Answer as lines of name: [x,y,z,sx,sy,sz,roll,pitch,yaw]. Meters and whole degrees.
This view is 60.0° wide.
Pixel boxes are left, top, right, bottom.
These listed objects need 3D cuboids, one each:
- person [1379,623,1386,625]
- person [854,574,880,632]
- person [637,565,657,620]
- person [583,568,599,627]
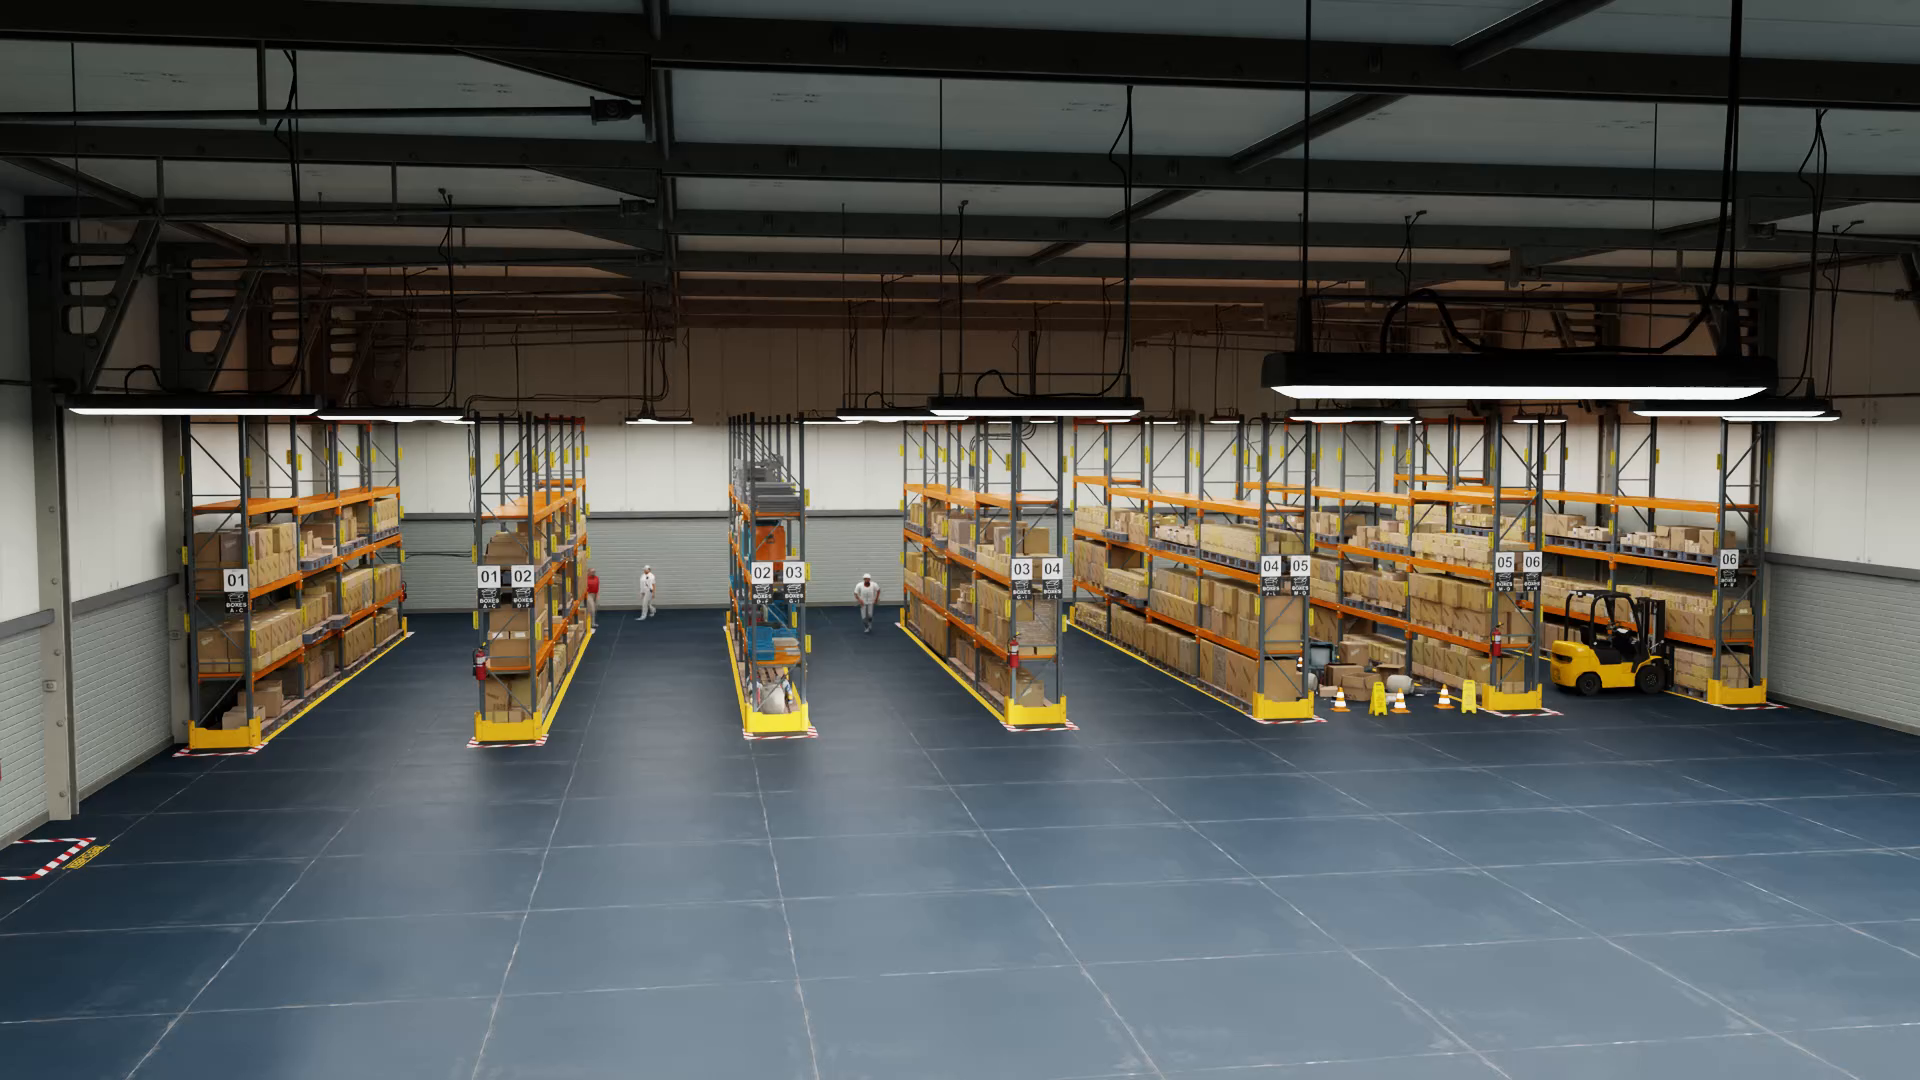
person: [11.849,1.591,47.936,1.095,1.720,0.493,3,5,36]
person: [-2.580,1.748,46.225,0.716,1.669,0.690,0,4,0]
person: [-9.266,1.549,49.375,0.507,1.630,0.896,2,5,32]
person: [-10.624,1.622,47.703,0.879,1.687,0.542,2,5,32]
